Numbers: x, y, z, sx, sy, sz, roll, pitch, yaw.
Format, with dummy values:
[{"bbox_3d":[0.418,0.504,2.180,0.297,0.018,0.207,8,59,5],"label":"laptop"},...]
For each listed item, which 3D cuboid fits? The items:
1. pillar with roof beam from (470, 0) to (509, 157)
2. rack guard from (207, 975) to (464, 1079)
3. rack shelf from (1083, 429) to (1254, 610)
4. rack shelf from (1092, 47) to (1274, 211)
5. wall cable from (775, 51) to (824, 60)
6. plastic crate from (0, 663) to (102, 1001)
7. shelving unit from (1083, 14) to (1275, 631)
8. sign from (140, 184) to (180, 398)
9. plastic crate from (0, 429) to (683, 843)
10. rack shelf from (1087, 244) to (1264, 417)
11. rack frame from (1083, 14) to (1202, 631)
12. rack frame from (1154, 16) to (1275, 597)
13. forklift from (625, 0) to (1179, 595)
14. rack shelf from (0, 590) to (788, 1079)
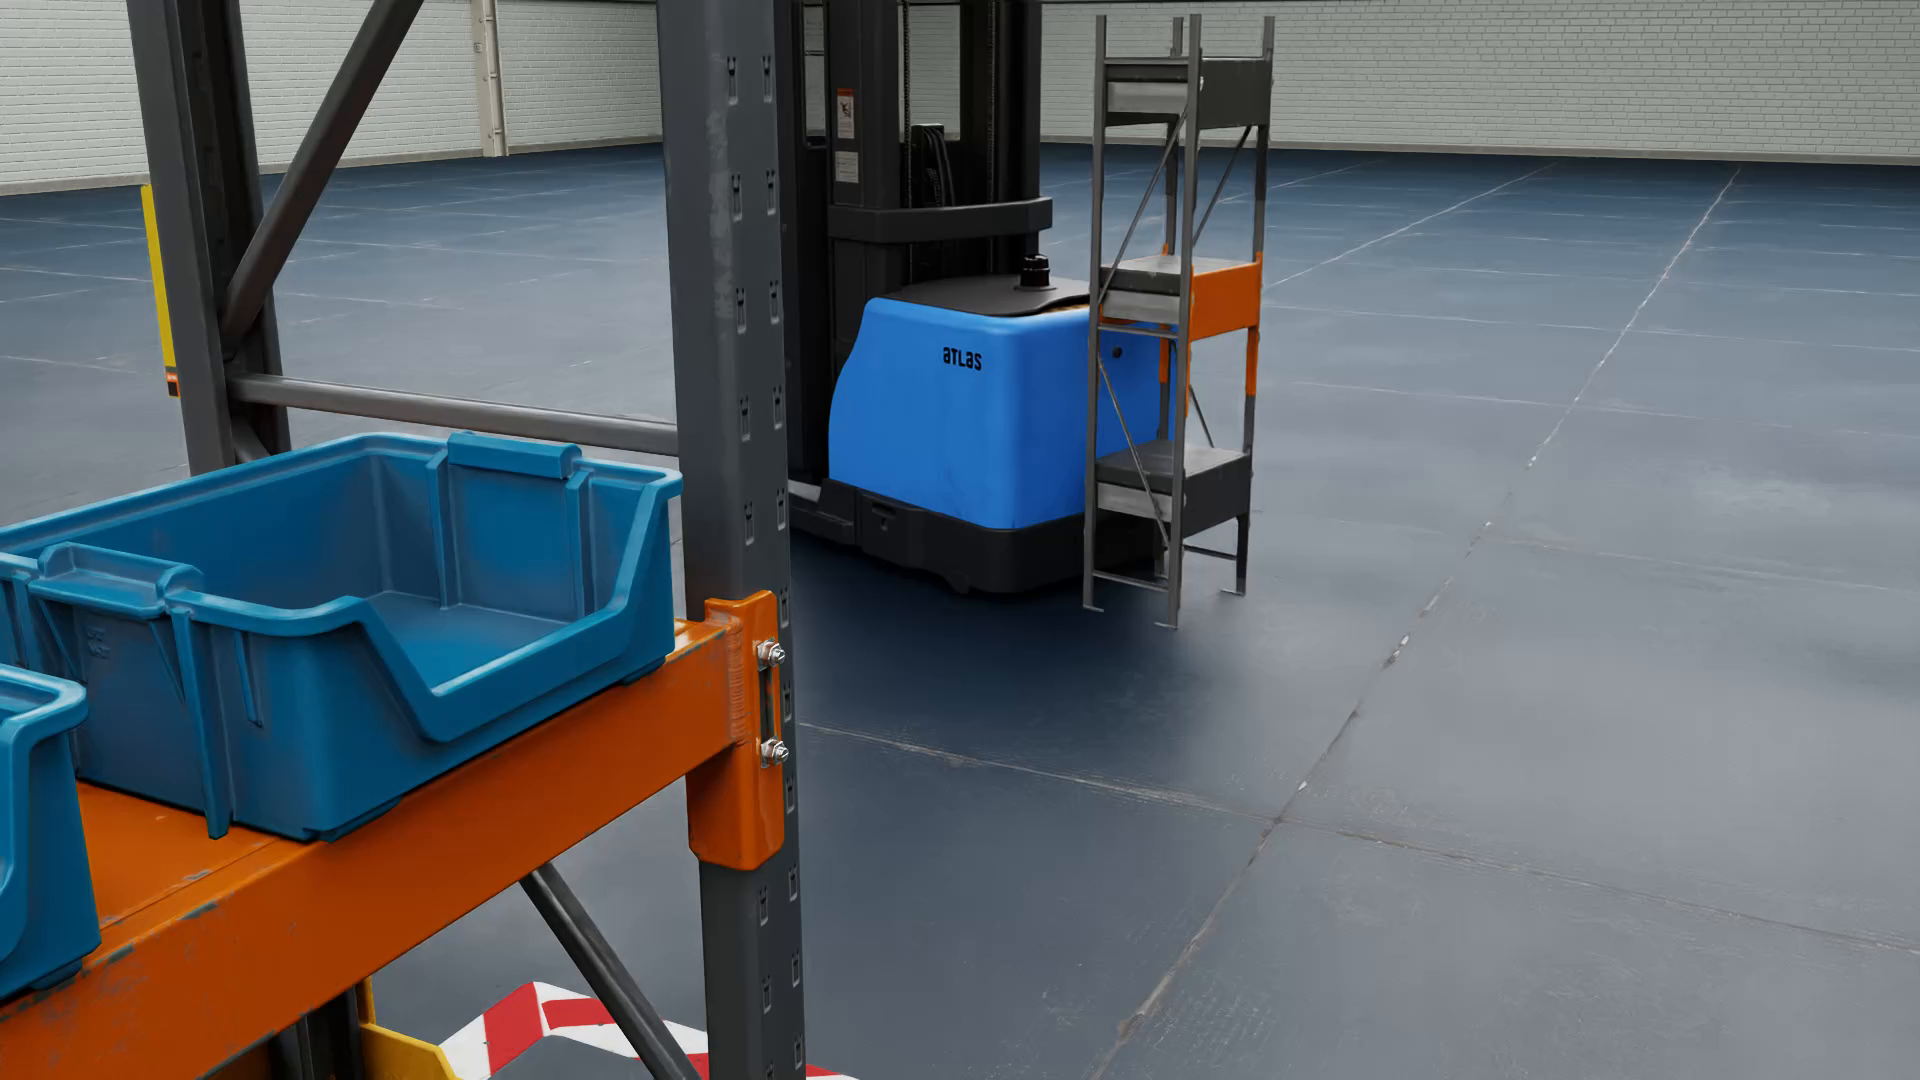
[{"bbox_3d":[-4.978,-11.070,28.490,9.100,9.000,0.400,8,18,25],"label":"pillar with roof beam"},{"bbox_3d":[-0.689,1.054,2.598,1.175,0.500,0.348,8,18,25],"label":"rack guard"},{"bbox_3d":[0.769,-0.088,6.140,0.431,0.518,0.480,13,21,37],"label":"rack shelf"},{"bbox_3d":[0.769,-1.430,5.741,0.431,0.518,0.480,13,21,37],"label":"rack shelf"},{"bbox_3d":[-3.649,-12.240,37.882,3.097,2.526,0.112,8,18,25],"label":"wall cable"},{"bbox_3d":[-0.949,0.232,1.237,0.499,0.251,0.408,8,18,25],"label":"plastic crate"},{"bbox_3d":[0.769,-0.772,5.937,0.431,2.100,0.503,13,21,37],"label":"shelving unit"},{"bbox_3d":[-1.188,-0.374,2.528,0.100,0.325,0.005,8,18,25],"label":"sign"},{"bbox_3d":[-0.654,0.067,1.792,0.499,0.251,0.616,8,18,25],"label":"plastic crate"},{"bbox_3d":[0.769,-0.759,5.940,0.431,0.518,0.480,13,21,37],"label":"rack shelf"},{"bbox_3d":[0.616,-0.718,5.754,0.400,2.100,0.015,13,21,37],"label":"rack frame"},{"bbox_3d":[0.922,-0.826,6.119,0.400,2.100,0.015,13,21,37],"label":"rack frame"},{"bbox_3d":[-0.441,-1.551,7.098,1.130,2.935,3.031,-14,21,-39],"label":"forklift"},{"bbox_3d":[-1.591,0.684,0.715,1.077,0.370,4.000,8,18,25],"label":"rack shelf"}]
